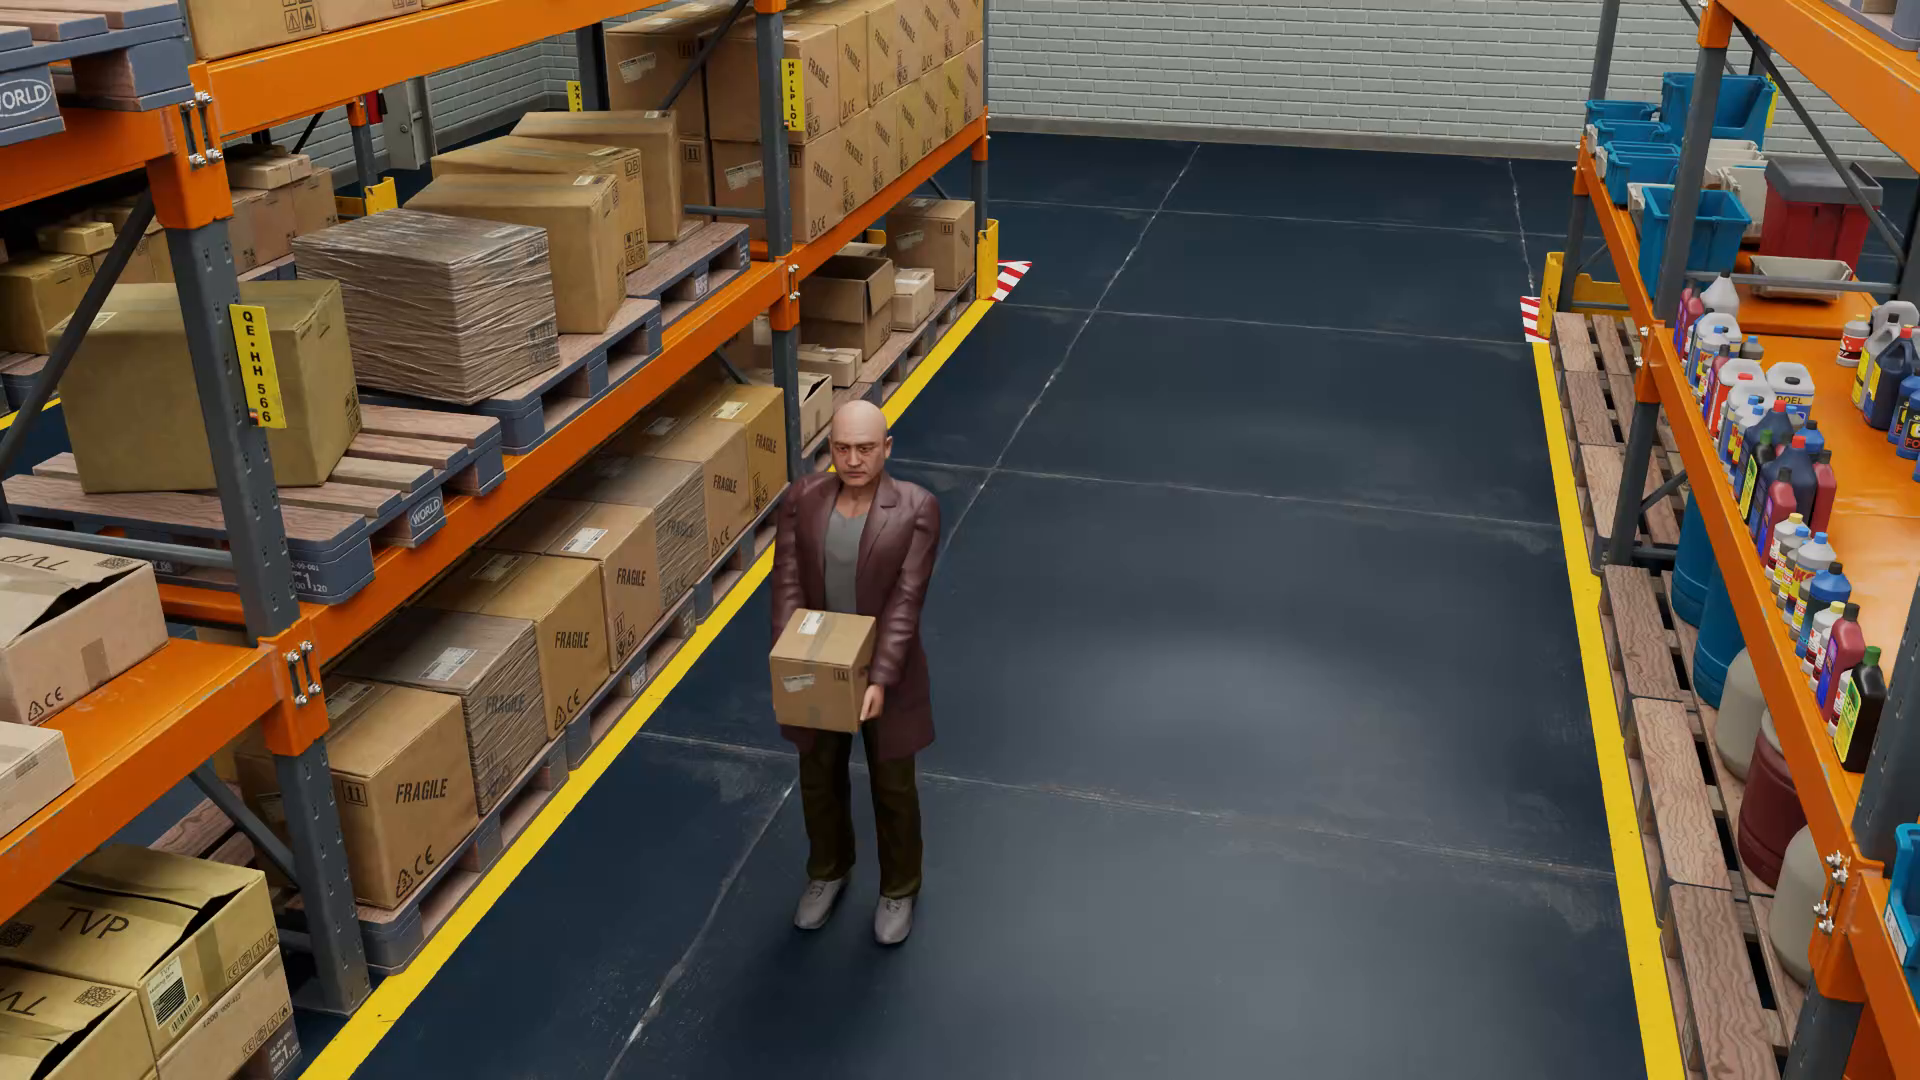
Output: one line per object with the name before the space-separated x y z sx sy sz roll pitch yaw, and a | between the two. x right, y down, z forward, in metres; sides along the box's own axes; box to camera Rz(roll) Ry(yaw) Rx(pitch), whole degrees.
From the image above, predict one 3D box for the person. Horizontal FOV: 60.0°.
person | -0.345 0.460 5.142 0.525 1.779 0.545 6 26 13
